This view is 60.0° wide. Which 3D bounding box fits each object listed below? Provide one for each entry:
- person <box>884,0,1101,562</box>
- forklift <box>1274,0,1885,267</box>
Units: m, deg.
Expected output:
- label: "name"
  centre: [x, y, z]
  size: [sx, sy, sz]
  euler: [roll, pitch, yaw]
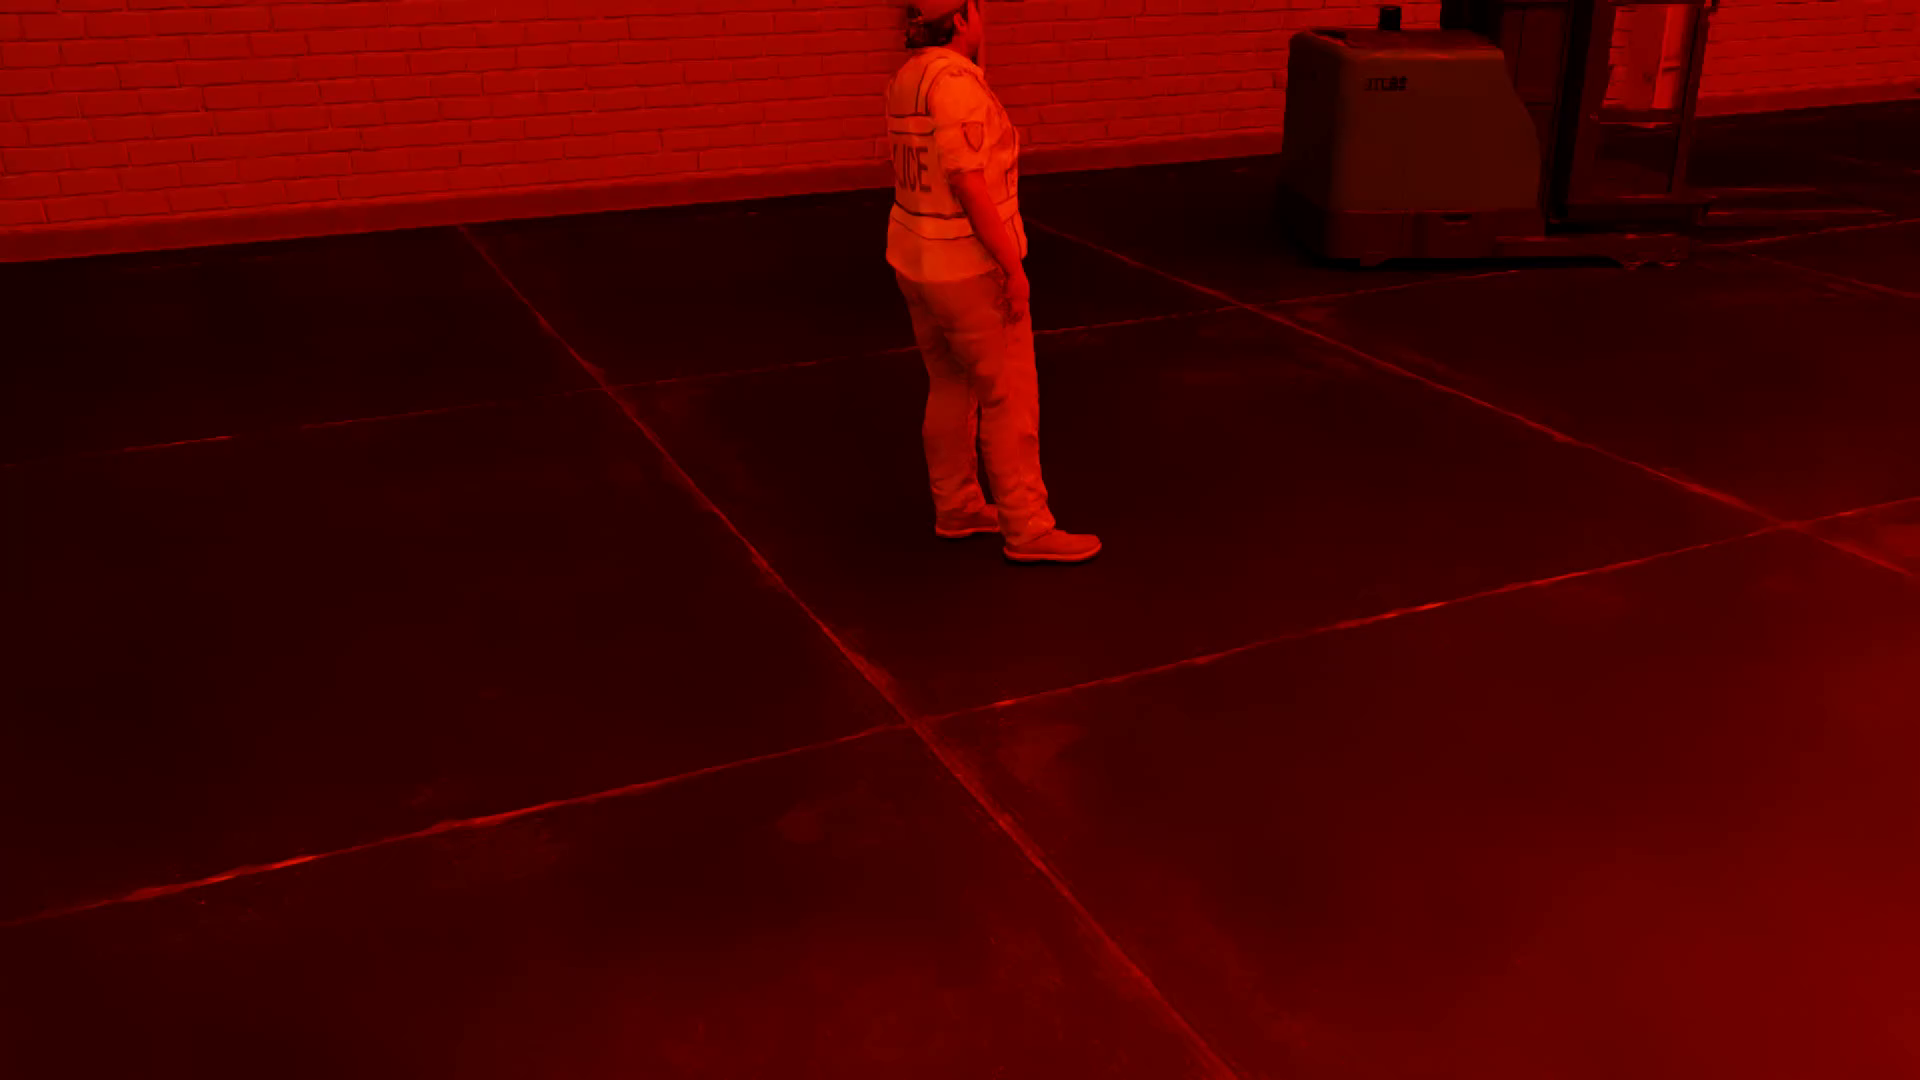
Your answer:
- label: "person"
  centre: [0.079, -0.781, 4.795]
  size: [0.529, 1.669, 0.598]
  euler: [-10, 25, -23]
- label: "forklift"
  centre: [3.278, -2.937, 8.357]
  size: [3.031, 2.935, 1.130]
  euler: [-2, 23, -5]
